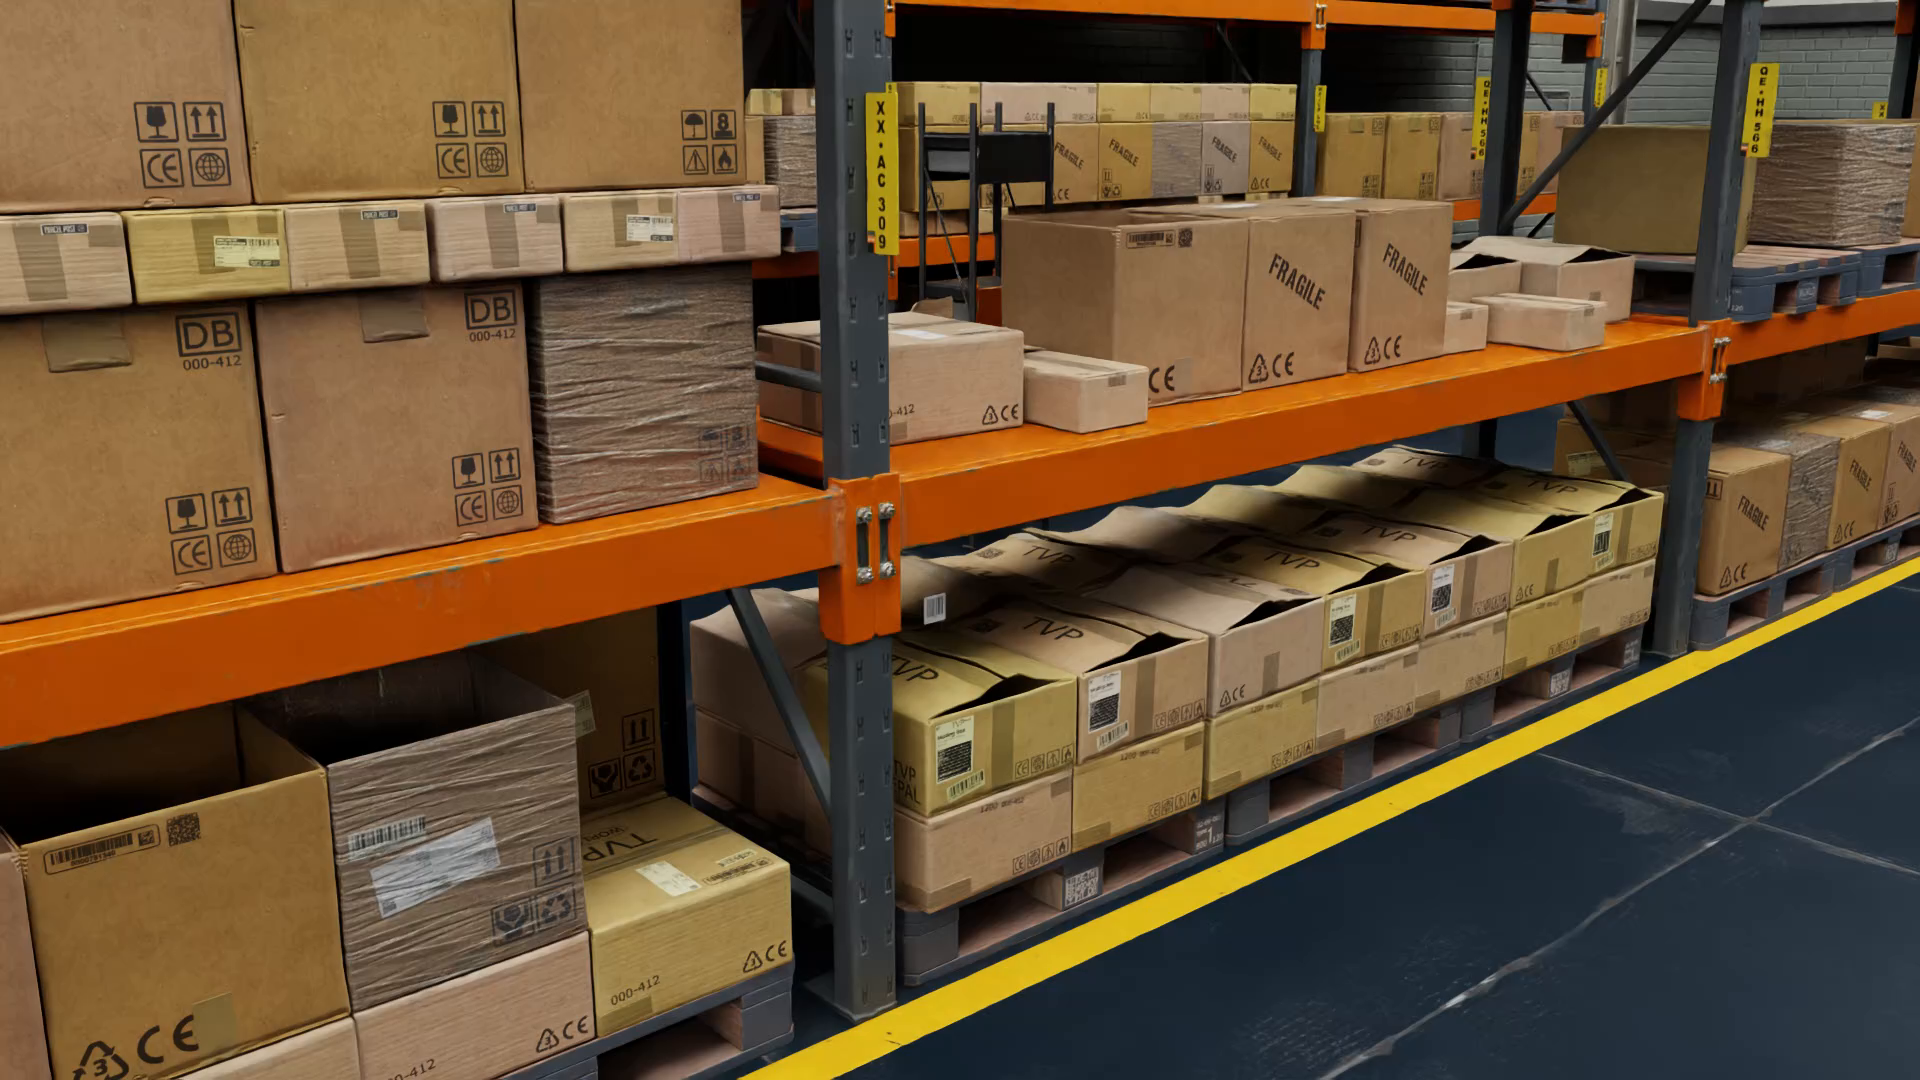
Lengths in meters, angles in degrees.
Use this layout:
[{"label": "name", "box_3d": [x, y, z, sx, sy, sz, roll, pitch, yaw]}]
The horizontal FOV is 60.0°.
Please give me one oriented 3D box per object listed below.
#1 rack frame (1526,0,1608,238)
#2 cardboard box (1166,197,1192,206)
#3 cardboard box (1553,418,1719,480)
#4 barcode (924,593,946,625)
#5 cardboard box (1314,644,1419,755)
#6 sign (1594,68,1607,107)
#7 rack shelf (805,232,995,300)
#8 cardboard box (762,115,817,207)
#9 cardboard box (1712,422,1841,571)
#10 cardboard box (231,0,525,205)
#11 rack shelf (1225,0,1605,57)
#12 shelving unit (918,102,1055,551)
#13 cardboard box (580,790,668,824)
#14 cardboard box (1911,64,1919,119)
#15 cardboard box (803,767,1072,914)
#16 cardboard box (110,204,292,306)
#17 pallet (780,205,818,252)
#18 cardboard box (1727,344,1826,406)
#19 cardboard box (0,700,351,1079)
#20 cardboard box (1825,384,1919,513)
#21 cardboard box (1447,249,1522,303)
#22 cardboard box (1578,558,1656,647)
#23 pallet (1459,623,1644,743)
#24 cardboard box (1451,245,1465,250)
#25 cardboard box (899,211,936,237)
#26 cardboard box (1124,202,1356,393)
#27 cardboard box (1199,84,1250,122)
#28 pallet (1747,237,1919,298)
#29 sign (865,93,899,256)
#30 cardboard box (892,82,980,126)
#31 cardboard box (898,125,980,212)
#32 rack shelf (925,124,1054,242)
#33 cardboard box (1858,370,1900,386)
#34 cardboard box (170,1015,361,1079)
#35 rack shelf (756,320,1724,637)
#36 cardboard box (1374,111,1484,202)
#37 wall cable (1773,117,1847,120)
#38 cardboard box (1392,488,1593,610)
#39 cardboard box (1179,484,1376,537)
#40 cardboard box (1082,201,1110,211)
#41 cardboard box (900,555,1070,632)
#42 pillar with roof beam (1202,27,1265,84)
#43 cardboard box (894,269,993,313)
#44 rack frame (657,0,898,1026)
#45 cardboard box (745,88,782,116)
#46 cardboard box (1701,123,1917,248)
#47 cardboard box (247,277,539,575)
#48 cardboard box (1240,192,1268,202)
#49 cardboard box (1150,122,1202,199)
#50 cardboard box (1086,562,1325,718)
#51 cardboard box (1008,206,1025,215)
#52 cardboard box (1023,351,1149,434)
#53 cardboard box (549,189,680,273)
[{"label": "rack frame", "box_3d": [5.272, -3.403, 15.176, 0.127, 3.000, 1.000, -13, 19, -39]}, {"label": "cardboard box", "box_3d": [1.397, -2.334, 11.623, 0.250, 0.149, 0.380, -13, 19, -39]}, {"label": "cardboard box", "box_3d": [3.043, -0.293, 7.525, 0.500, 0.500, 0.500, -12, 19, -37]}, {"label": "barcode", "box_3d": [-0.060, 0.163, 3.958, 0.075, 0.075, 0.001, -13, 19, -39]}, {"label": "cardboard box", "box_3d": [1.101, 0.439, 5.309, 0.500, 0.250, 0.500, -12, 19, -38]}, {"label": "sign", "box_3d": [5.618, -3.969, 14.592, 0.005, 0.325, 0.100, -13, 19, -39]}, {"label": "rack shelf", "box_3d": [0.746, -2.039, 11.464, 4.000, 0.370, 1.077, -13, 19, -39]}, {"label": "cardboard box", "box_3d": [-1.111, -2.227, 9.728, 0.700, 0.500, 0.500, 13, 20, 40]}, {"label": "cardboard box", "box_3d": [3.414, -0.200, 7.177, 0.500, 0.500, 0.500, -14, 20, -41]}, {"label": "cardboard box", "box_3d": [-1.237, -0.919, 3.170, 0.500, 0.500, 0.700, -13, 20, -39]}, {"label": "rack shelf", "box_3d": [3.764, -4.166, 13.614, 4.000, 0.370, 1.077, -13, 19, -39]}, {"label": "shelving unit", "box_3d": [0.125, -1.042, 8.084, 0.503, 2.100, 0.431, -13, 19, -39]}, {"label": "cardboard box", "box_3d": [-1.075, 0.739, 4.185, 0.500, 0.250, 0.500, -13, 19, -39]}, {"label": "cardboard box", "box_3d": [5.721, -2.429, 9.399, 0.500, 0.500, 0.500, -13, 19, -39]}, {"label": "cardboard box", "box_3d": [-0.059, 0.699, 4.334, 0.500, 0.250, 0.500, -13, 20, -41]}, {"label": "cardboard box", "box_3d": [-1.359, -0.508, 2.889, 0.250, 0.149, 0.380, -13, 20, -40]}, {"label": "pallet", "box_3d": [-1.230, -1.813, 9.598, 1.003, 0.211, 1.213, -13, 19, -39]}, {"label": "cardboard box", "box_3d": [3.852, -0.840, 8.119, 0.500, 0.250, 0.500, -13, 20, -40]}, {"label": "cardboard box", "box_3d": [-1.492, 0.646, 3.080, 0.500, 0.500, 0.500, -13, 19, -39]}, {"label": "cardboard box", "box_3d": [4.568, -0.460, 8.150, 0.500, 0.500, 0.500, -12, 19, -39]}, {"label": "cardboard box", "box_3d": [1.690, -0.927, 6.080, 0.500, 0.311, 0.500, -13, 20, -40]}, {"label": "cardboard box", "box_3d": [2.255, 0.178, 6.284, 0.500, 0.250, 0.500, -12, 19, -38]}, {"label": "pallet", "box_3d": [1.845, 0.395, 6.361, 1.213, 0.211, 1.003, -13, 19, -39]}, {"label": "cardboard box", "box_3d": [4.202, -2.505, 14.589, 0.250, 0.149, 0.380, -12, 19, -39]}, {"label": "cardboard box", "box_3d": [-0.362, -1.946, 10.173, 0.250, 0.149, 0.380, -13, 20, -40]}, {"label": "cardboard box", "box_3d": [0.840, -0.755, 5.072, 0.500, 0.500, 0.500, -13, 19, -39]}, {"label": "cardboard box", "box_3d": [1.678, -3.075, 11.689, 0.500, 0.250, 0.500, -12, 19, -38]}, {"label": "pallet", "box_3d": [3.956, -1.321, 7.756, 1.213, 0.211, 1.003, -13, 19, -39]}, {"label": "sign", "box_3d": [-0.160, -0.755, 3.432, 0.005, 0.325, 0.100, -13, 19, -39]}, {"label": "cardboard box", "box_3d": [-0.229, -2.643, 10.070, 0.500, 0.250, 0.500, -12, 19, -38]}, {"label": "cardboard box", "box_3d": [-0.228, -2.282, 10.170, 0.500, 0.500, 0.500, -12, 19, -38]}, {"label": "rack shelf", "box_3d": [0.125, -1.706, 7.907, 0.480, 0.518, 0.431, -13, 19, -39]}, {"label": "cardboard box", "box_3d": [4.589, -0.639, 8.822, 0.500, 0.500, 0.500, -12, 19, -39]}, {"label": "cardboard box", "box_3d": [-1.483, 1.011, 3.167, 0.500, 0.250, 0.500, -13, 19, -39]}, {"label": "rack shelf", "box_3d": [0.983, -0.397, 5.319, 4.000, 0.370, 1.077, -13, 19, -39]}, {"label": "cardboard box", "box_3d": [3.771, -3.207, 13.861, 0.700, 0.700, 0.980, -14, 20, -42]}, {"label": "wall cable", "box_3d": [9.774, -5.689, 18.129, 0.112, 2.526, 3.097, -13, 19, -39]}, {"label": "cardboard box", "box_3d": [1.871, -0.003, 5.877, 0.500, 0.311, 0.500, -13, 20, -40]}, {"label": "cardboard box", "box_3d": [1.127, -0.021, 5.944, 0.500, 0.311, 0.500, -13, 20, -41]}, {"label": "cardboard box", "box_3d": [0.788, -2.208, 11.153, 0.250, 0.149, 0.380, -13, 19, -39]}, {"label": "cardboard box", "box_3d": [-0.020, 0.235, 4.987, 0.500, 0.311, 0.500, -12, 19, -38]}, {"label": "pillar with roof beam", "box_3d": [5.041, -5.072, 9.802, 0.400, 9.000, 9.100, -13, 19, -39]}, {"label": "cardboard box", "box_3d": [-0.122, -1.311, 10.697, 0.750, 0.750, 0.750, -13, 20, -40]}, {"label": "rack frame", "box_3d": [-0.526, -0.406, 3.958, 0.127, 3.000, 1.000, -13, 19, -39]}, {"label": "cardboard box", "box_3d": [-1.236, -2.500, 9.494, 0.380, 0.149, 0.250, 12, 19, 38]}, {"label": "cardboard box", "box_3d": [3.708, -1.581, 7.350, 0.500, 0.500, 0.700, -9, 17, -29]}, {"label": "cardboard box", "box_3d": [-1.250, -0.287, 3.320, 0.500, 0.500, 0.700, -13, 20, -40]}, {"label": "cardboard box", "box_3d": [2.011, -2.454, 12.071, 0.250, 0.149, 0.380, -12, 19, -38]}, {"label": "cardboard box", "box_3d": [1.309, -2.628, 11.466, 0.500, 0.500, 0.500, -13, 19, -39]}, {"label": "cardboard box", "box_3d": [0.720, 0.255, 4.910, 0.500, 0.311, 0.500, -14, 20, -41]}, {"label": "cardboard box", "box_3d": [0.198, -2.083, 10.682, 0.250, 0.149, 0.380, -13, 20, -40]}, {"label": "cardboard box", "box_3d": [0.277, -0.395, 4.403, 0.250, 0.149, 0.380, -13, 19, -39]}, {"label": "cardboard box", "box_3d": [-0.778, -0.639, 3.377, 0.250, 0.149, 0.380, -13, 20, -41]}]
